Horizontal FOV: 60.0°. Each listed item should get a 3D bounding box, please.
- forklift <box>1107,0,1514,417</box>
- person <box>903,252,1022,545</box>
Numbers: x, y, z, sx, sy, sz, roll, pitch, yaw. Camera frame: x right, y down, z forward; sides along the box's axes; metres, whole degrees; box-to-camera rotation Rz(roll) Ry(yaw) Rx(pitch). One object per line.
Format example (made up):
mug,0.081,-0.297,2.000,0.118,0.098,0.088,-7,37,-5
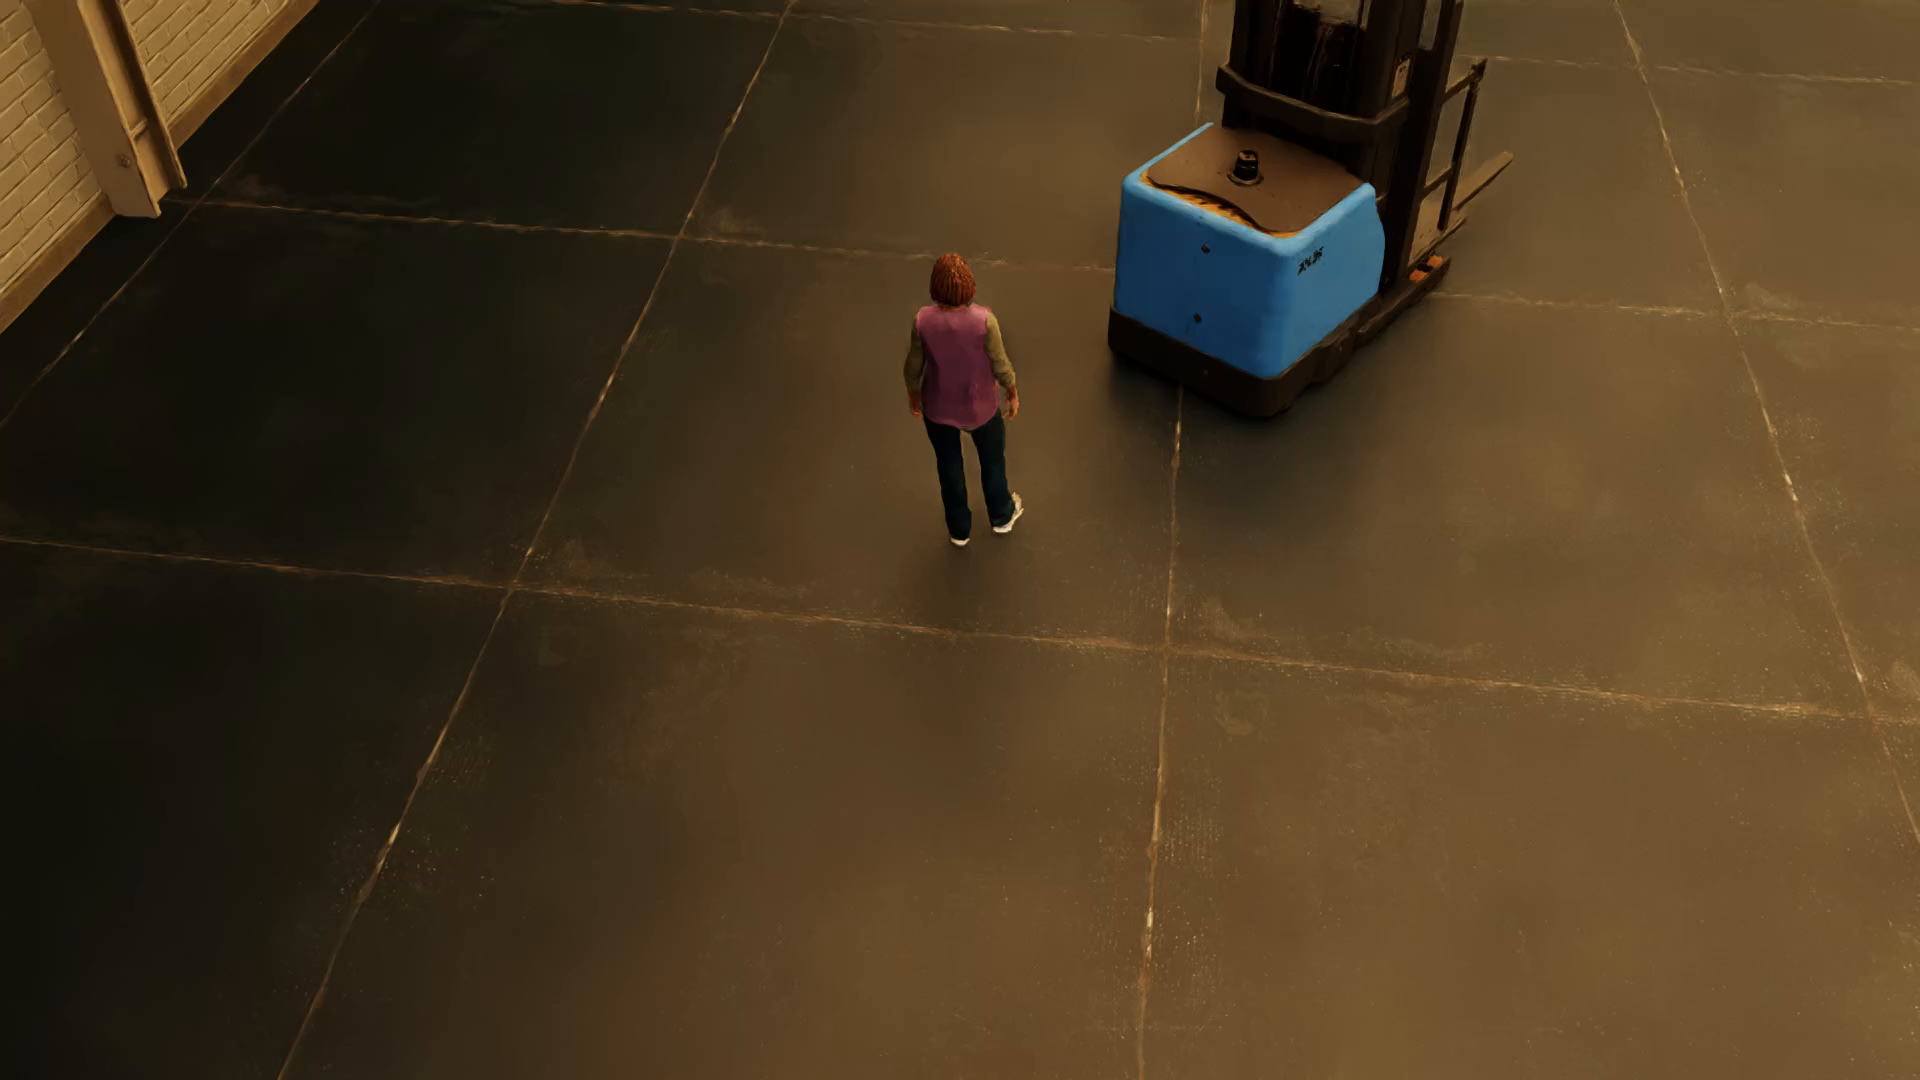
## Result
forklift,2.133,-2.632,8.589,1.130,2.935,3.031,30,50,29
person,0.023,-0.642,7.399,0.520,1.597,0.474,5,43,6
